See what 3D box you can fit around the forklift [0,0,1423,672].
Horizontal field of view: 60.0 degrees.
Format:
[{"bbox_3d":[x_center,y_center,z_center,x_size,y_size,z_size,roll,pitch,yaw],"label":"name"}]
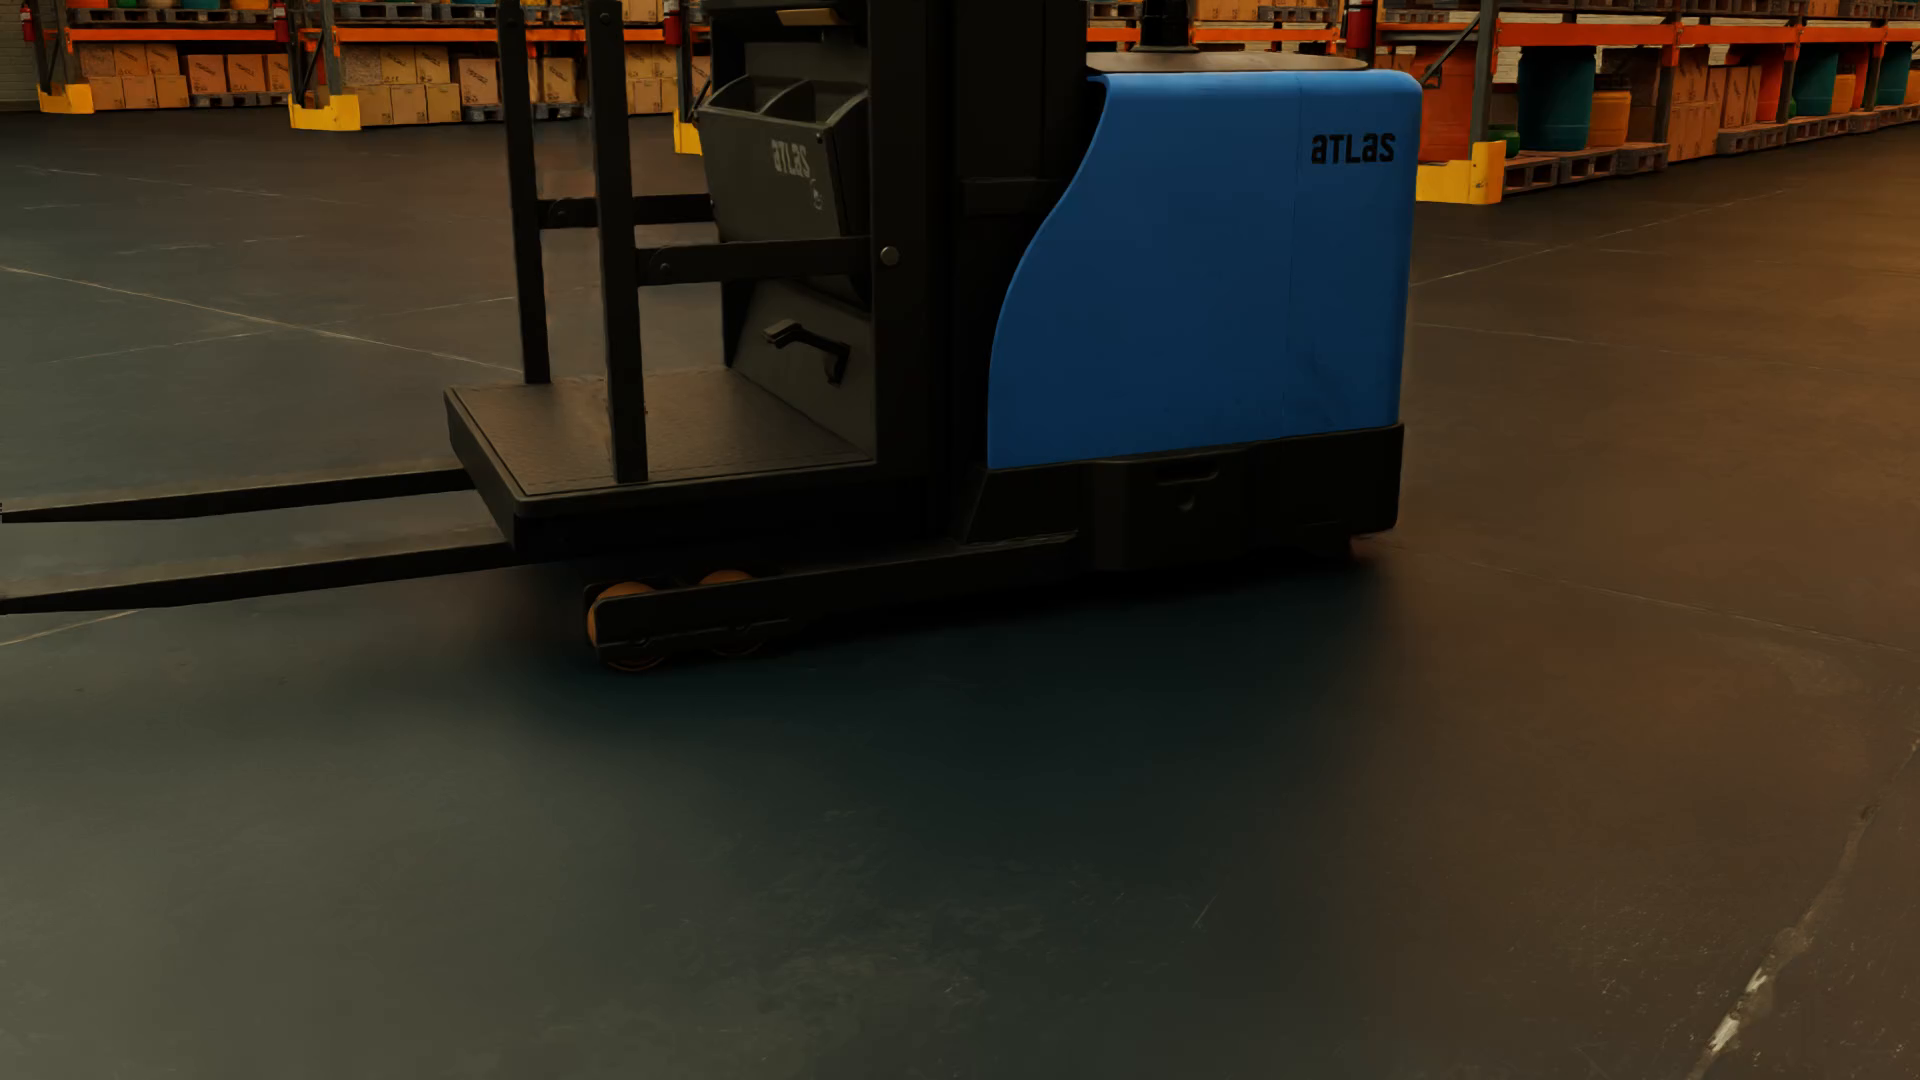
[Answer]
[{"bbox_3d":[-0.559,-1.329,3.273,3.031,2.935,1.130,-7,18,-22],"label":"forklift"}]
